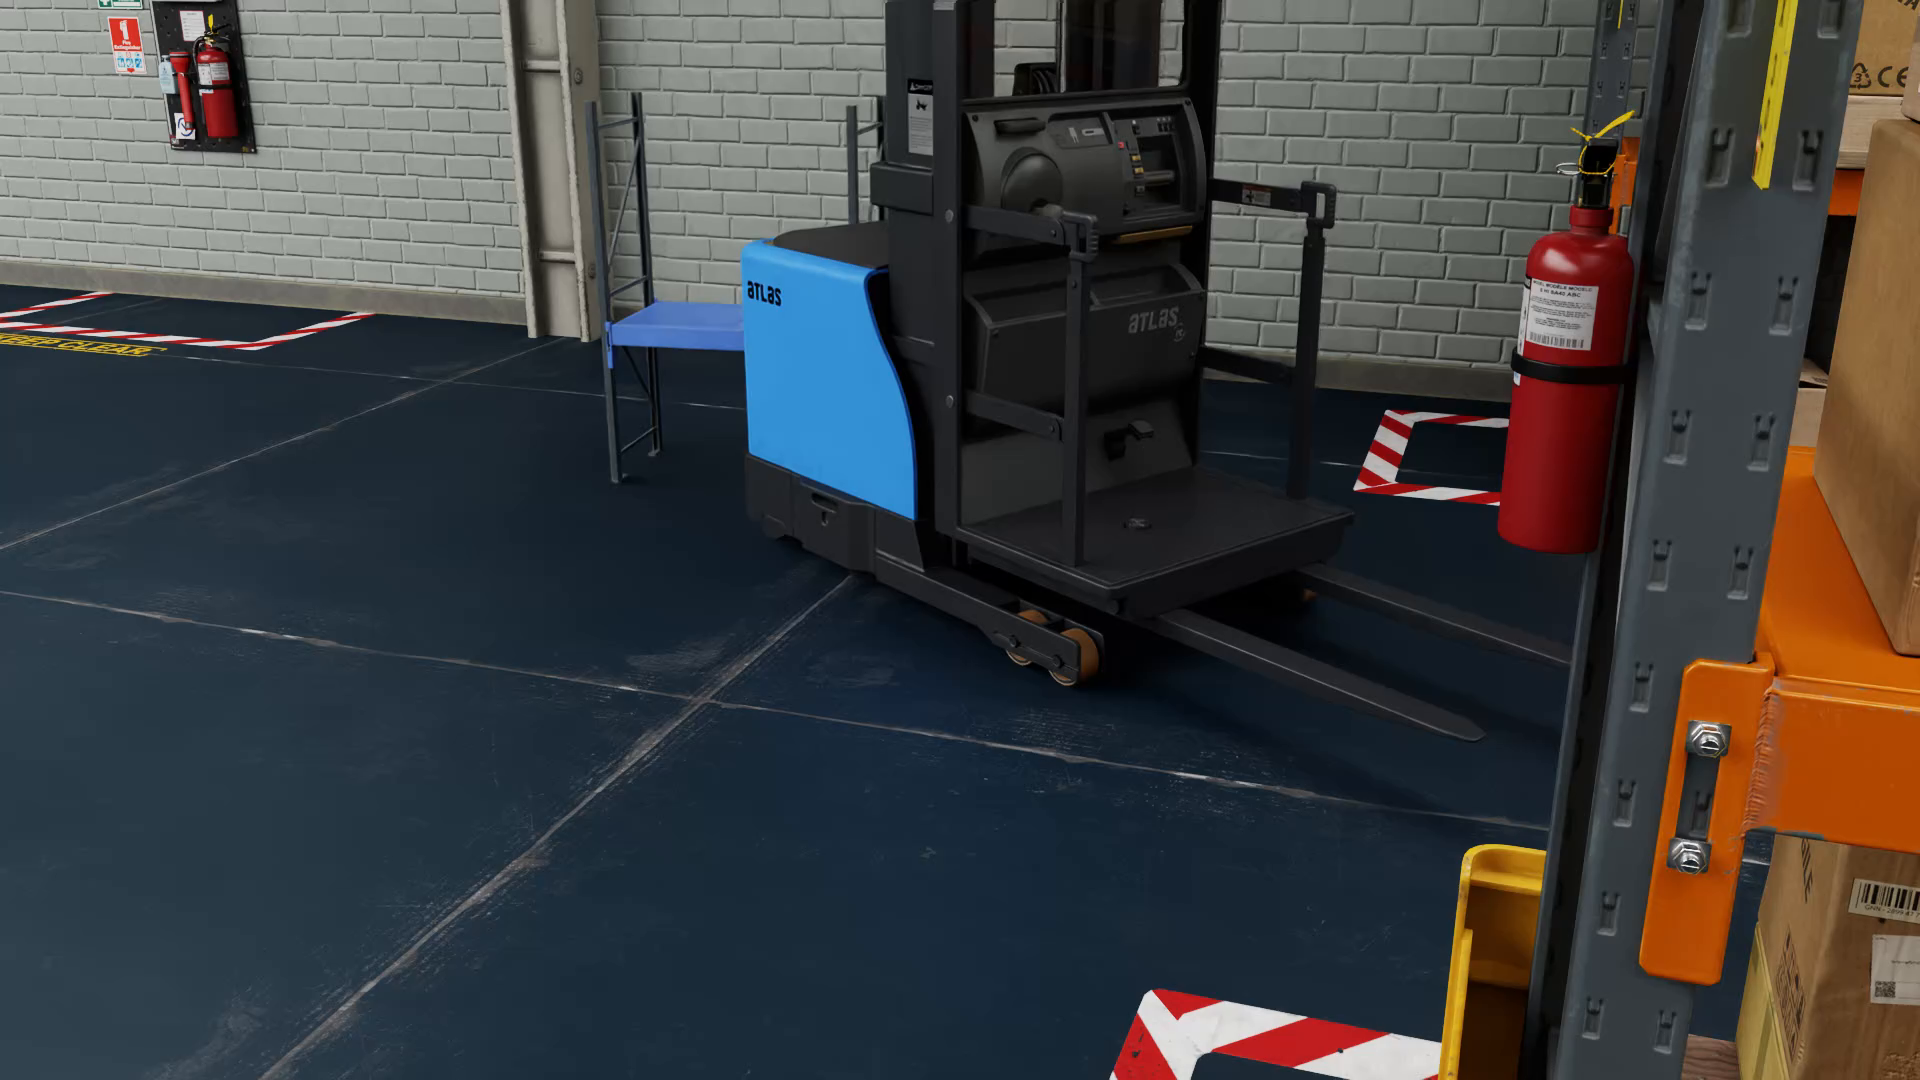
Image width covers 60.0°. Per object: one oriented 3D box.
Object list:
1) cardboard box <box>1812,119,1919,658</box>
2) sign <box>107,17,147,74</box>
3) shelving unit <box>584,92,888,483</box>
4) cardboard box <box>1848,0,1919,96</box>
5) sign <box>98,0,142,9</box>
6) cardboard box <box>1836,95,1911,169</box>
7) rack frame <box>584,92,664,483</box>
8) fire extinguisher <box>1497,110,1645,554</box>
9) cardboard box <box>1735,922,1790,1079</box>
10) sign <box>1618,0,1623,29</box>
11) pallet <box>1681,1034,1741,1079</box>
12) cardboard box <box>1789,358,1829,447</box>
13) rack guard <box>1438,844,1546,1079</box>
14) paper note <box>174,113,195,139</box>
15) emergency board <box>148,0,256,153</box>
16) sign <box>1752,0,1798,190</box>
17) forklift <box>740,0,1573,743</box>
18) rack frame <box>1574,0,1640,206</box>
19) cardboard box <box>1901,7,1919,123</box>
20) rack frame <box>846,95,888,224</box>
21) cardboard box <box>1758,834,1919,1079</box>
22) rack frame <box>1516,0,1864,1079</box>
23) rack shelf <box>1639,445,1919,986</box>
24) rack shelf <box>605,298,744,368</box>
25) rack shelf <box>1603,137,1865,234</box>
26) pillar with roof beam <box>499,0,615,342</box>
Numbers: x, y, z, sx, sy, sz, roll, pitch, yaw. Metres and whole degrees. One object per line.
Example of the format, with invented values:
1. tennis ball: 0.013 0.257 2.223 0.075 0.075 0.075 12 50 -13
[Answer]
1. cardboard box: 1.345 -0.193 1.922 0.500 0.500 0.700 7 20 18
2. sign: -5.002 -2.970 9.985 0.234 0.329 0.001 7 20 18
3. shelving unit: -0.850 -0.986 6.626 1.048 1.500 0.538 4 20 11
4. cardboard box: 3.347 -1.832 5.834 0.500 0.500 0.500 7 20 18
5. sign: -5.001 -3.217 9.889 0.331 0.109 0.001 7 20 18
6. cardboard box: 3.383 -1.477 5.953 0.500 0.250 0.500 6 20 16
7. rack frame: -1.348 -1.019 6.722 0.032 1.500 0.500 4 20 11
8. fire extinguisher: 0.949 -0.321 2.558 0.183 0.674 0.296 7 20 18
9. cardboard box: 1.512 0.866 2.575 0.500 0.250 0.500 7 20 18
10. sign: 2.353 -1.981 5.888 0.005 0.325 0.100 7 20 18
11. pallet: 1.645 1.186 2.354 1.213 0.211 1.003 7 20 18
12. cardboard box: 3.155 -0.577 6.590 0.500 0.311 0.500 4 20 12
13. rack guard: 0.886 0.977 2.513 0.348 0.500 1.175 7 20 18
14. paper note: -4.658 -2.486 9.989 0.142 0.148 0.016 7 20 18
15. emergency board: -4.514 -2.861 9.728 0.643 1.169 0.194 7 20 18
16. sign: 0.721 -0.475 1.446 0.005 0.325 0.100 7 20 18
17. forklift: 0.536 -1.143 4.904 1.130 2.935 3.031 -15 24 -37
18. rack frame: 2.531 -1.741 6.514 0.127 3.000 1.000 7 20 18
19. cardboard box: 1.332 -0.572 2.023 0.250 0.149 0.380 6 20 17
20. rack frame: -0.352 -0.953 6.531 0.032 1.500 0.500 4 20 11
21. cardboard box: 1.513 0.511 2.454 0.500 0.500 0.500 7 20 18
22. rack frame: 0.910 -0.202 2.097 0.053 2.616 0.949 7 20 18
23. rack shelf: 2.798 0.355 1.593 4.000 0.370 1.077 7 20 18
24. rack shelf: -0.850 -0.816 6.686 1.000 0.185 0.538 4 20 11
25. rack shelf: 4.420 -1.185 6.013 4.000 0.370 1.077 7 20 18
26. pillar with roof beam: -3.605 -4.077 4.101 0.400 9.000 9.100 7 20 18
